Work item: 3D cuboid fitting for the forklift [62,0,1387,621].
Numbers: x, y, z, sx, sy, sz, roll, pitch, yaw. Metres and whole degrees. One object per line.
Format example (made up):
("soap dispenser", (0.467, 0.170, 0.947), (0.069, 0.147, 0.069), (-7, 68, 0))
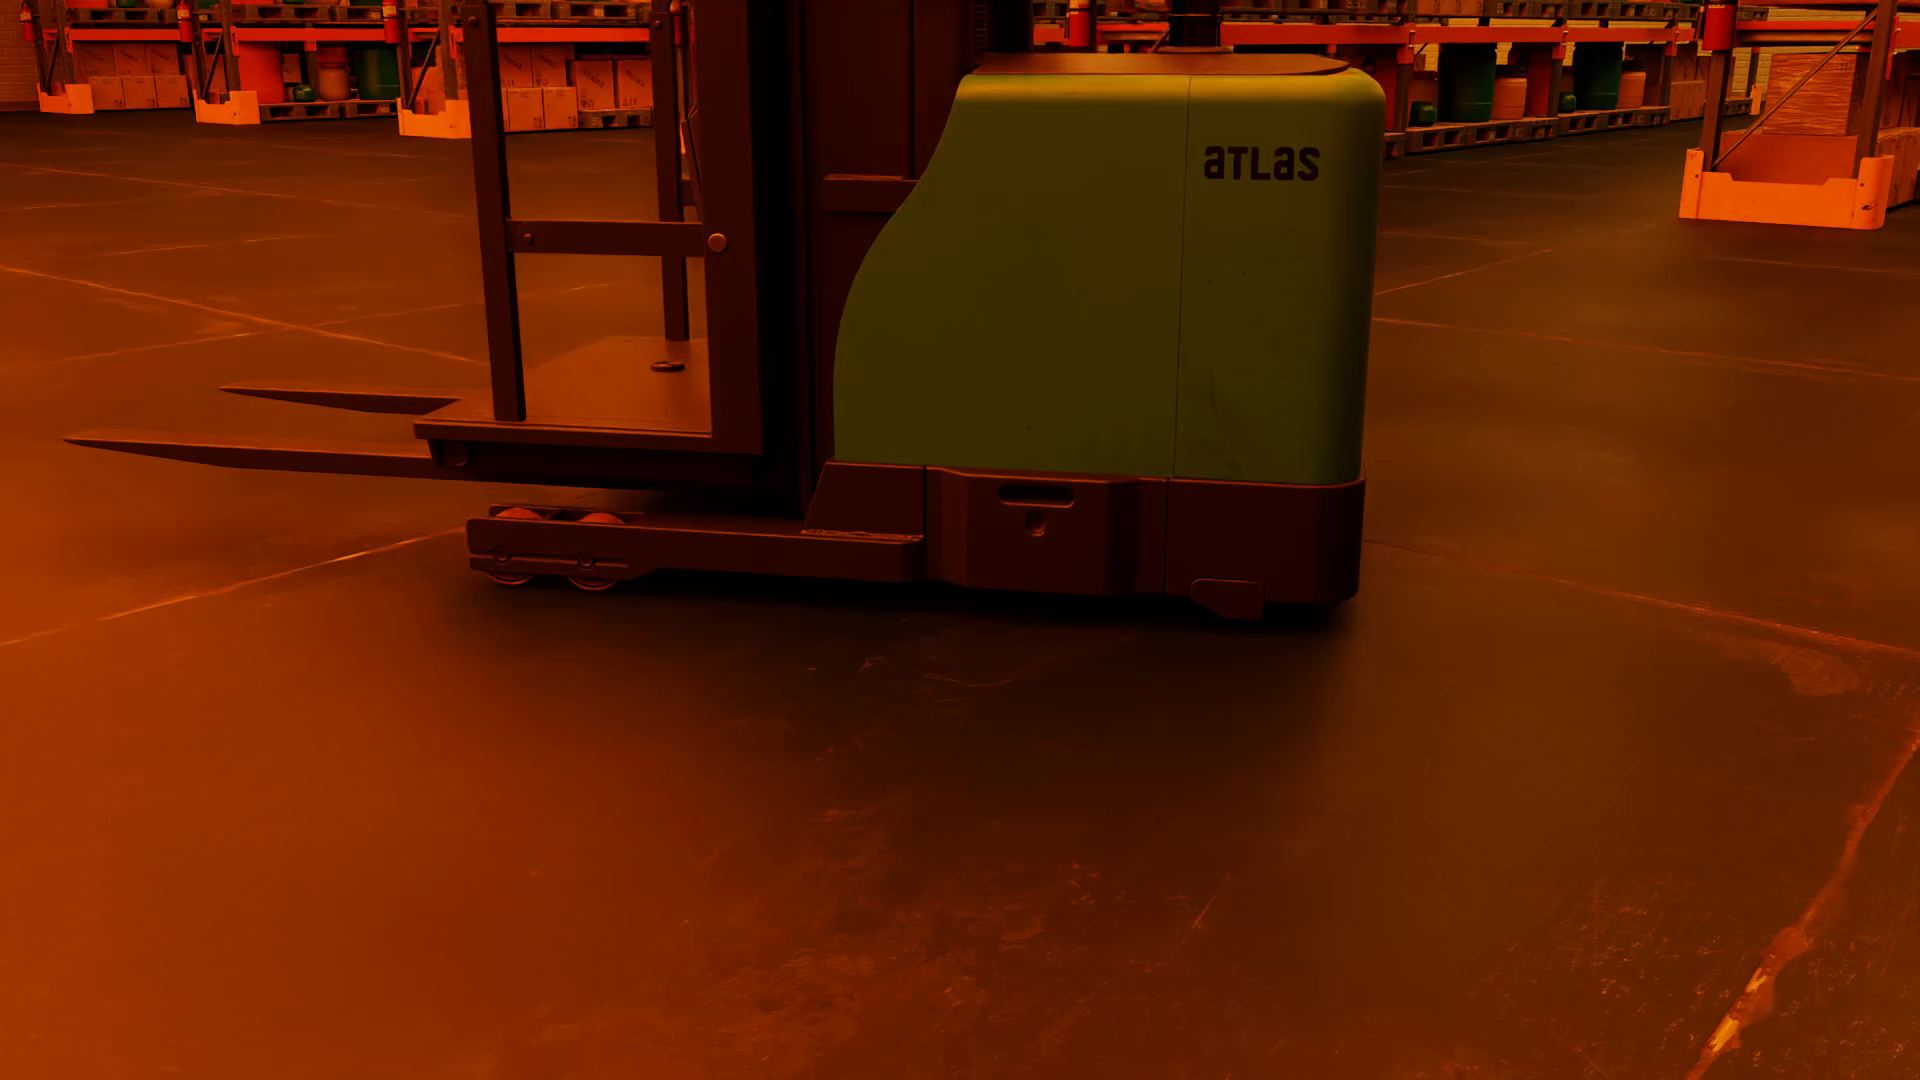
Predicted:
("forklift", (-0.598, -1.438, 3.633), (3.031, 2.935, 1.130), (3, 17, 11))
